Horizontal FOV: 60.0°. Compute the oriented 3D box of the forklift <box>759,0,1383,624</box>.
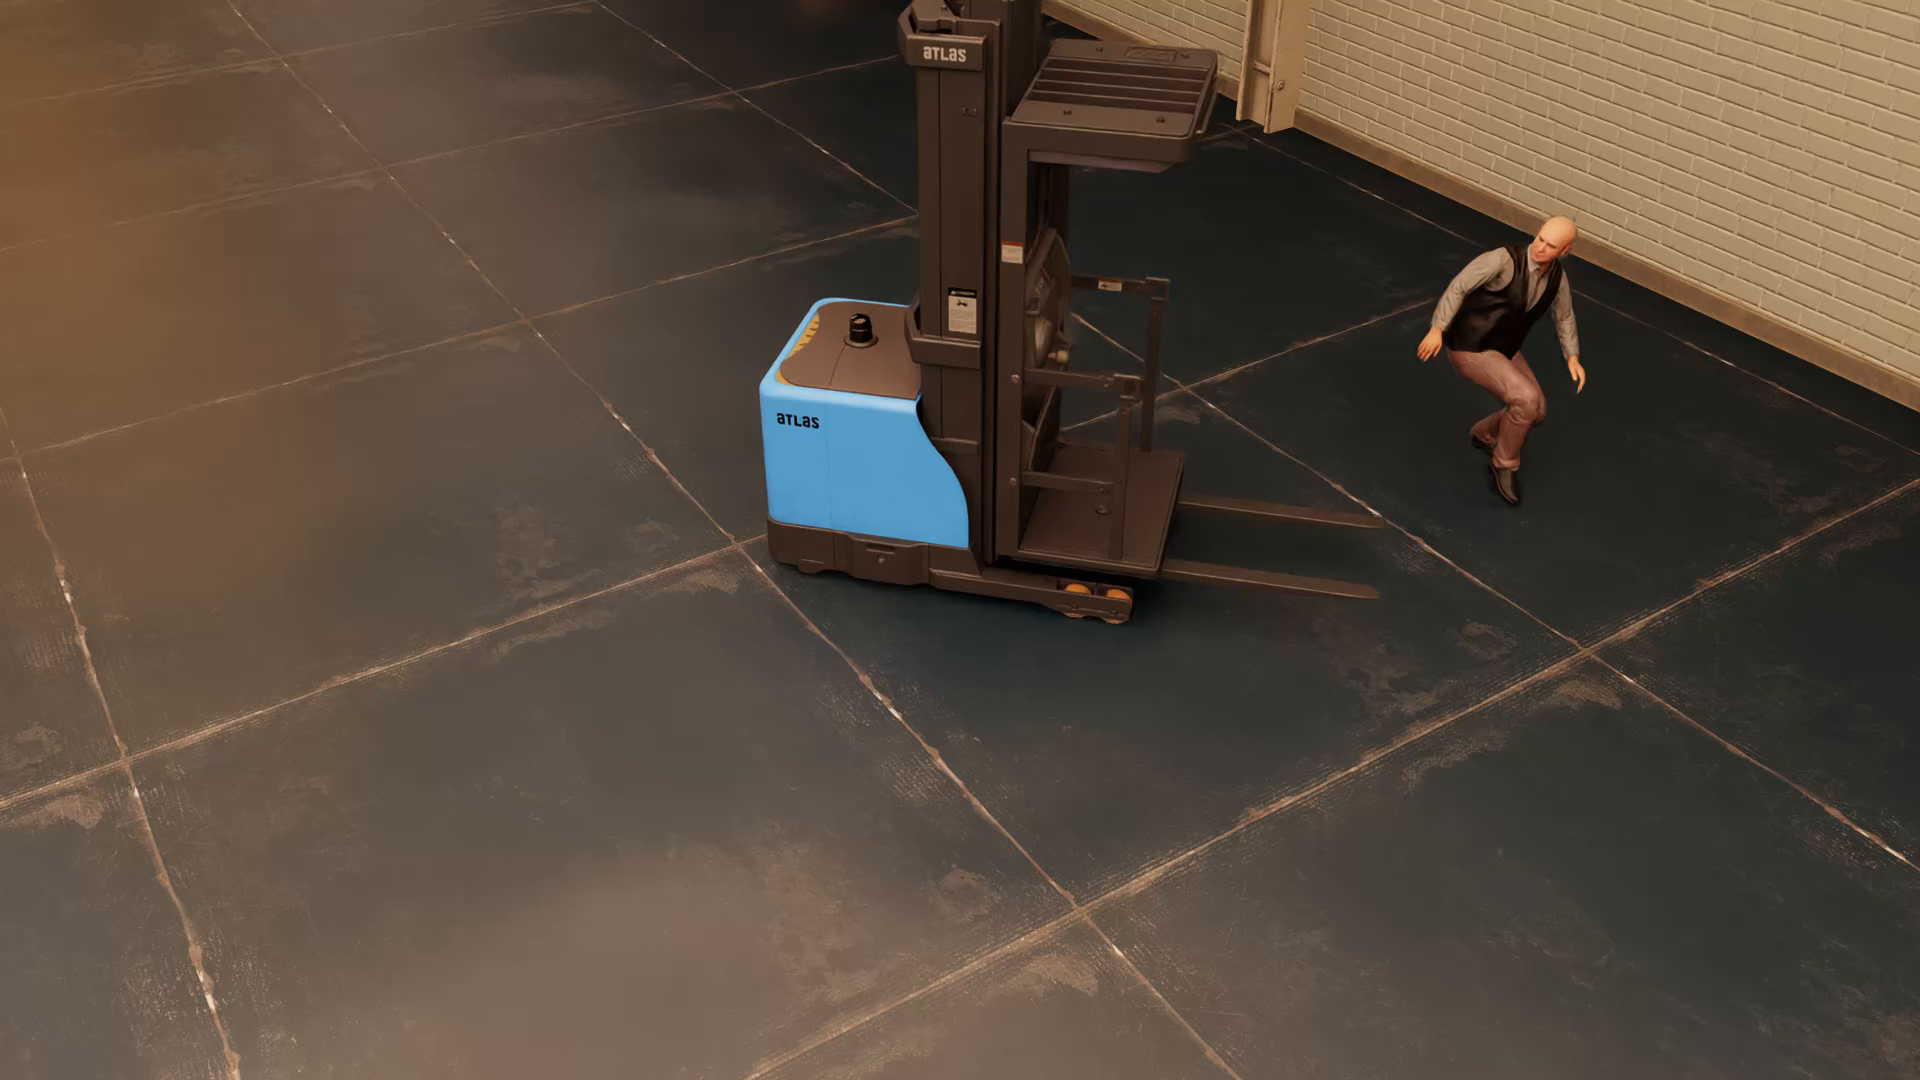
[{"bbox_3d":[0.599,-1.128,7.754,3.031,2.935,1.130,8,36,11],"label":"forklift"}]

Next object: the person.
[{"bbox_3d":[2.926,-0.979,8.805,0.751,1.512,0.720,-22,41,-28],"label":"person"}]
